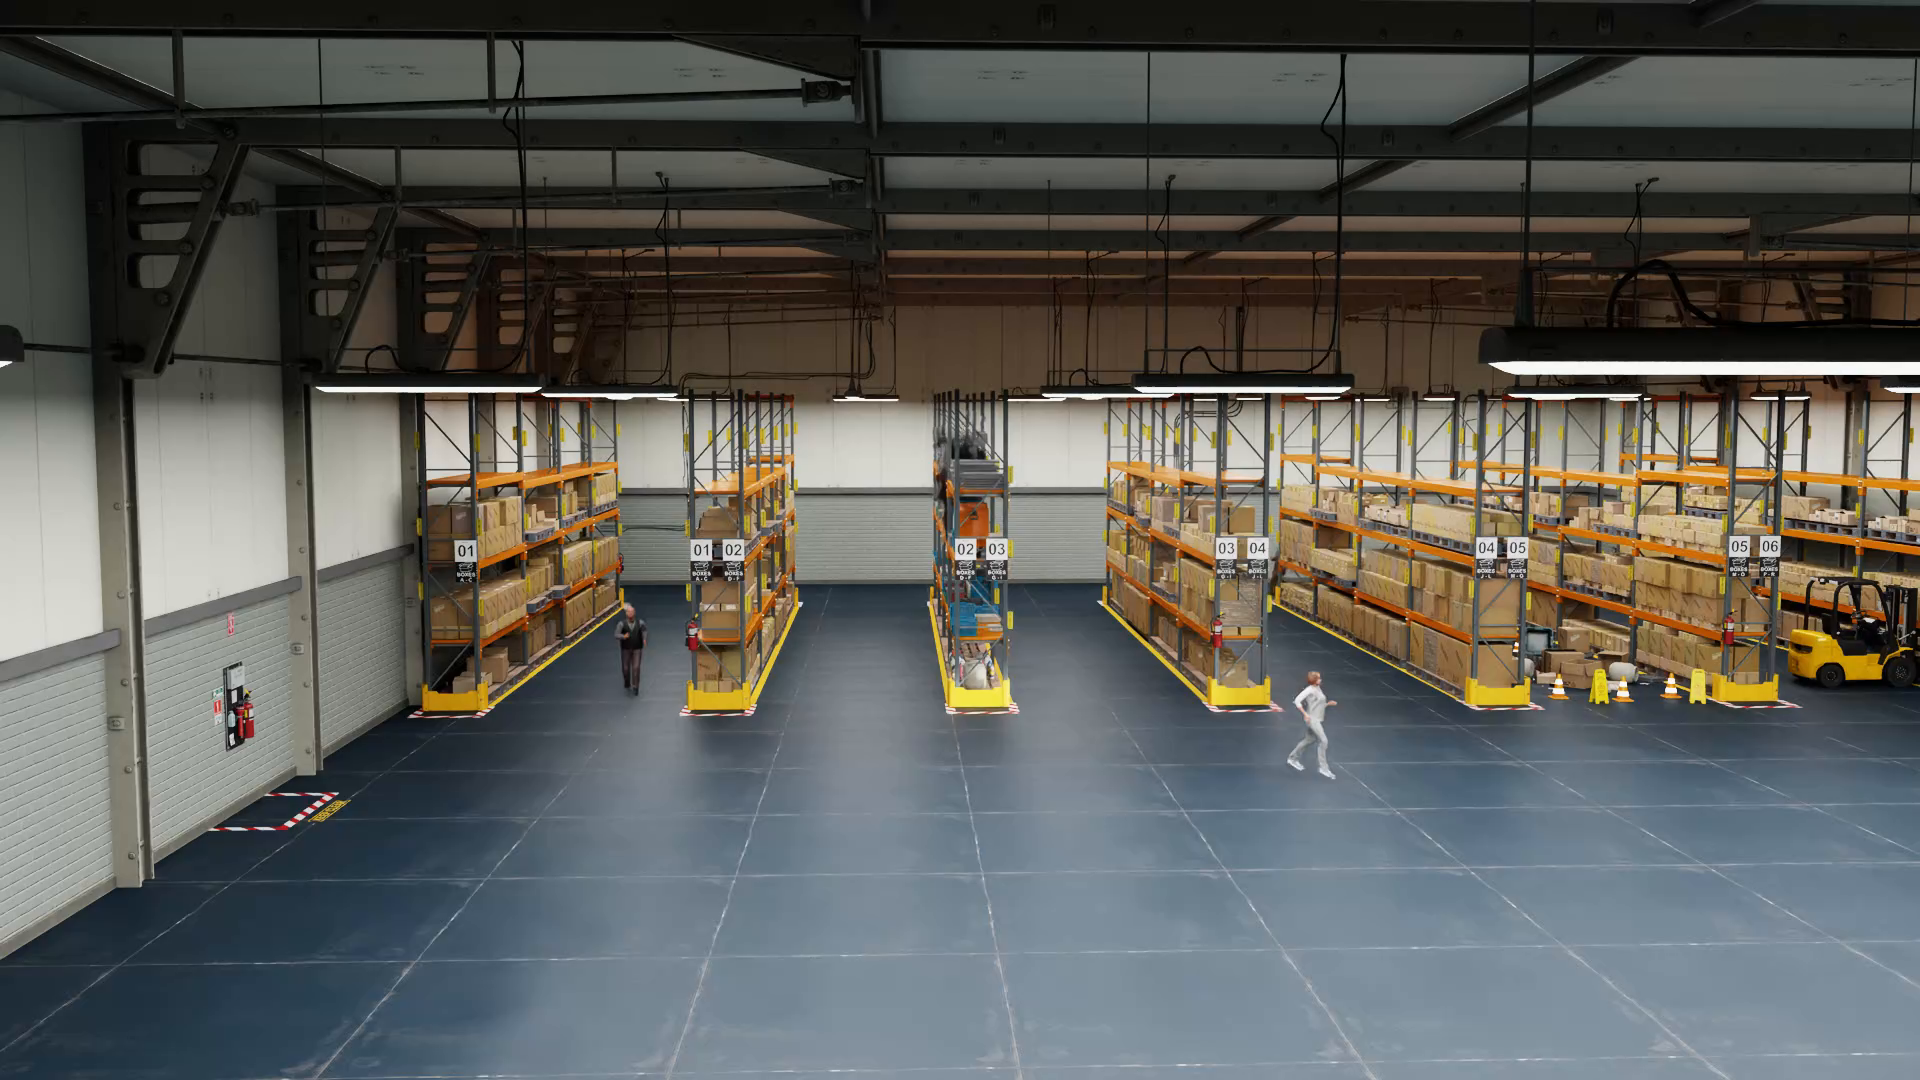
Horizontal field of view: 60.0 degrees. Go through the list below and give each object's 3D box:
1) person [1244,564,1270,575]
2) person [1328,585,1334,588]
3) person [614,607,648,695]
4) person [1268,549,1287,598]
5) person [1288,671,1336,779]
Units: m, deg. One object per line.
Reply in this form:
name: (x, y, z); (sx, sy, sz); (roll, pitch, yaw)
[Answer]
person: (8.000, 1.174, 44.888); (0.677, 1.822, 0.801); (0, 5, -5)
person: (10.882, 0.960, 48.394); (0.640, 1.655, 0.679); (-4, 6, -37)
person: (-6.490, 2.168, 32.865); (0.661, 1.700, 0.963); (-1, 5, -11)
person: (9.382, 0.848, 48.877); (1.025, 1.747, 0.756); (0, 5, -5)
person: (5.423, 2.830, 25.614); (0.759, 1.616, 0.516); (2, 5, 24)
